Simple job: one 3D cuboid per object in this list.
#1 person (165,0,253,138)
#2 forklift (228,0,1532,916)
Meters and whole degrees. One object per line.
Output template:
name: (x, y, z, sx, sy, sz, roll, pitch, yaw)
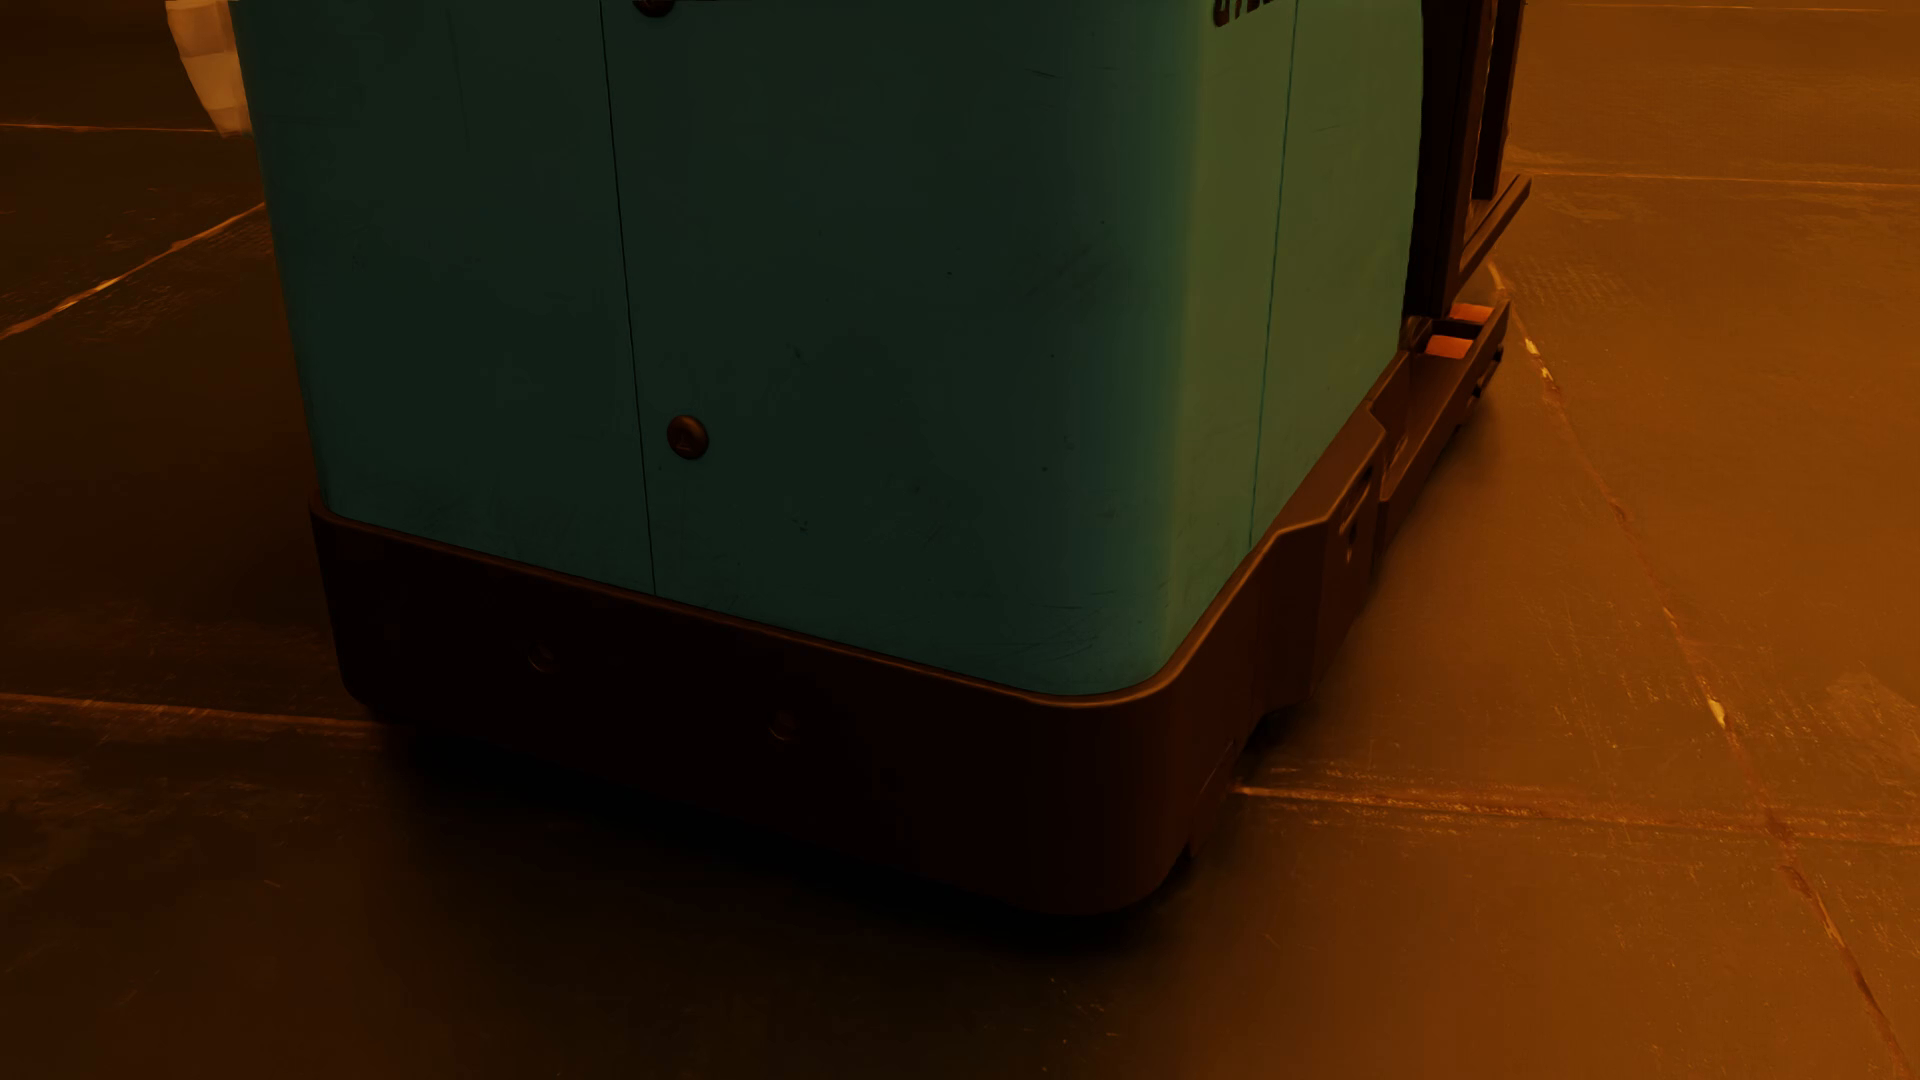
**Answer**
person: (-0.736, -0.846, 2.543, 0.846, 1.567, 0.913, 18, 32, 32)
forklift: (0.352, -1.577, 2.377, 1.130, 2.935, 3.031, 12, 29, 23)
